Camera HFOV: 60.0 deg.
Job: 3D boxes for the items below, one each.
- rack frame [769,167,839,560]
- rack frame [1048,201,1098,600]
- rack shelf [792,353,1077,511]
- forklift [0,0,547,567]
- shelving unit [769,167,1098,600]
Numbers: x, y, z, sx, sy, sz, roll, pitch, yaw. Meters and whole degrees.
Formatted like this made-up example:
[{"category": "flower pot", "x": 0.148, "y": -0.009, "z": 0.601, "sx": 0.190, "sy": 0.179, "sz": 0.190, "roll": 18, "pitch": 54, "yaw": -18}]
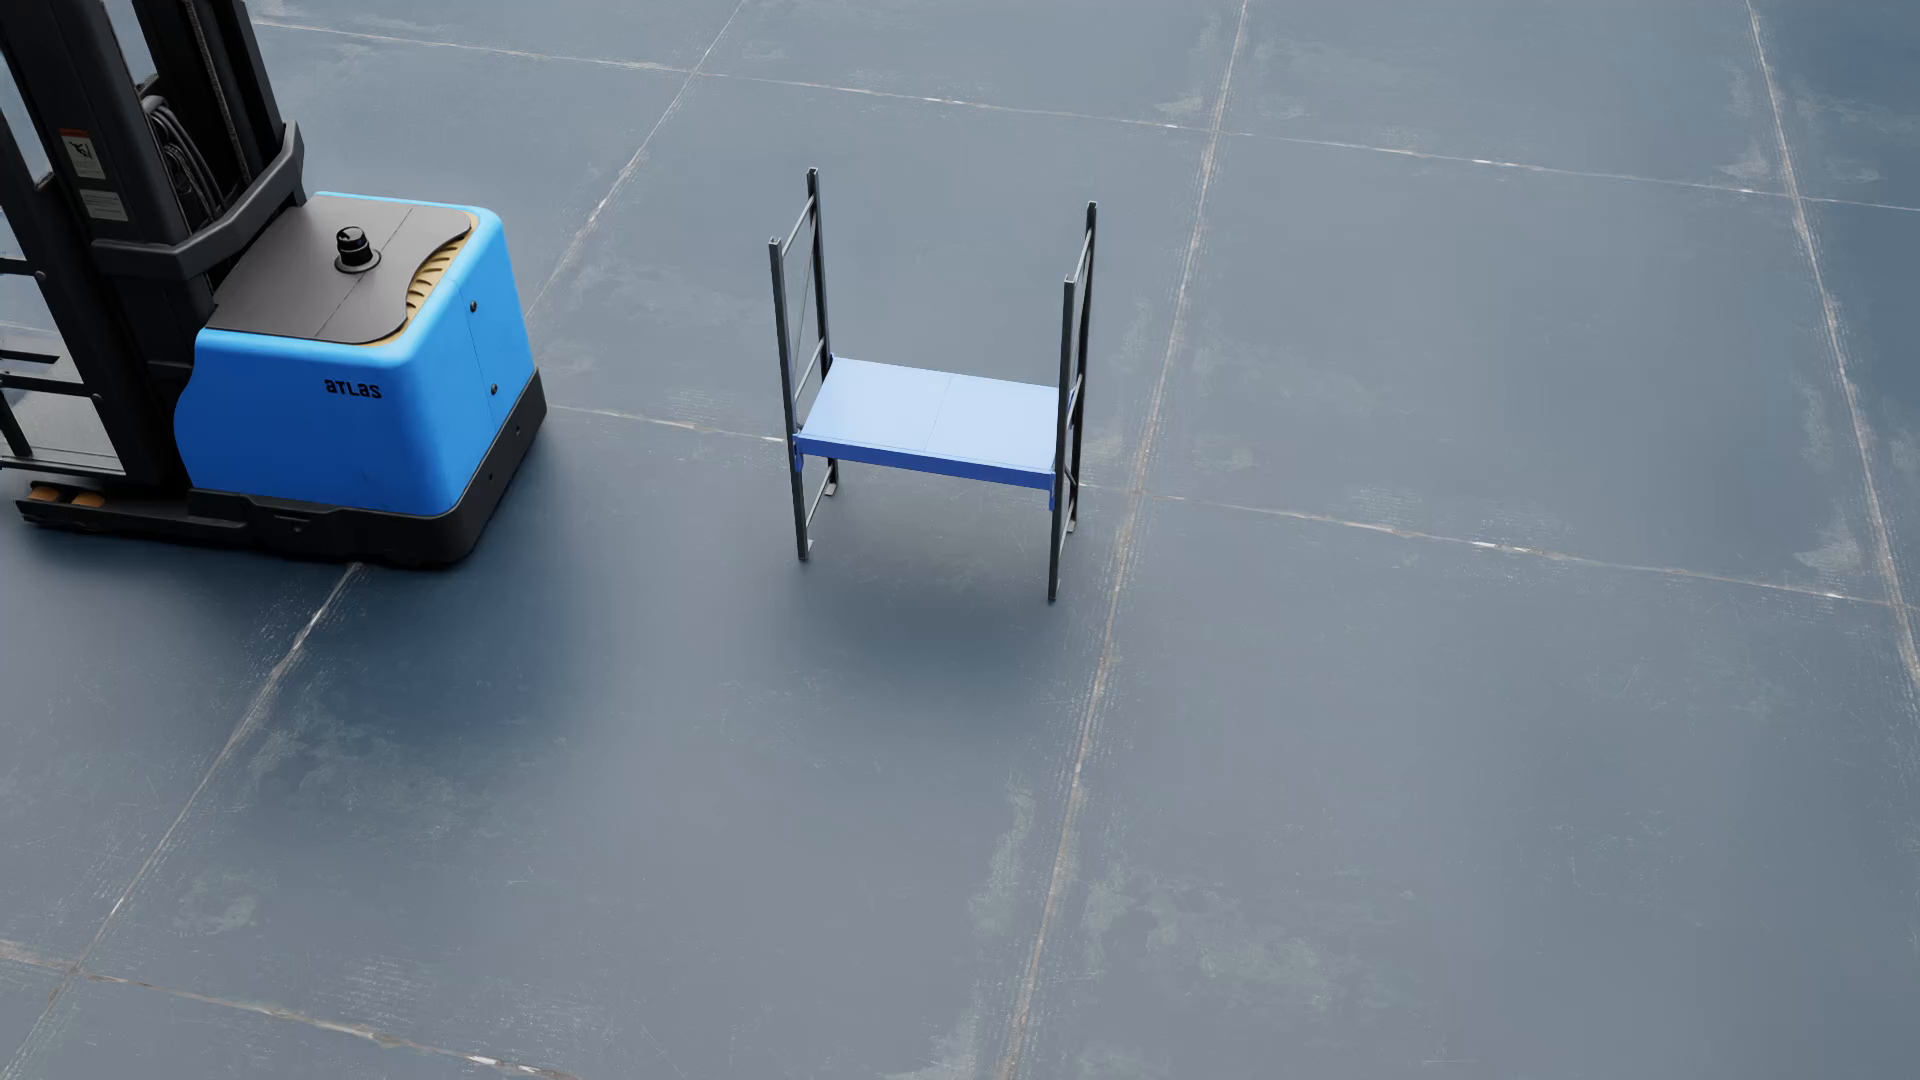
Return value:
[{"category": "rack frame", "x": -0.579, "y": -0.630, "z": 6.323, "sx": 0.032, "sy": 1.500, "sz": 0.500, "roll": 9, "pitch": 45, "yaw": 9}, {"category": "rack frame", "x": 0.413, "y": -0.476, "z": 6.163, "sx": 0.032, "sy": 1.500, "sz": 0.500, "roll": 9, "pitch": 45, "yaw": 9}, {"category": "rack shelf", "x": -0.083, "y": -0.424, "z": 6.368, "sx": 1.000, "sy": 0.185, "sz": 0.538, "roll": 9, "pitch": 45, "yaw": 9}, {"category": "forklift", "x": -3.360, "y": -1.442, "z": 6.135, "sx": 3.031, "sy": 2.935, "sz": 1.130, "roll": 7, "pitch": 44, "yaw": 7}, {"category": "shelving unit", "x": -0.083, "y": -0.553, "z": 6.243, "sx": 1.048, "sy": 1.500, "sz": 0.538, "roll": 9, "pitch": 45, "yaw": 9}]
